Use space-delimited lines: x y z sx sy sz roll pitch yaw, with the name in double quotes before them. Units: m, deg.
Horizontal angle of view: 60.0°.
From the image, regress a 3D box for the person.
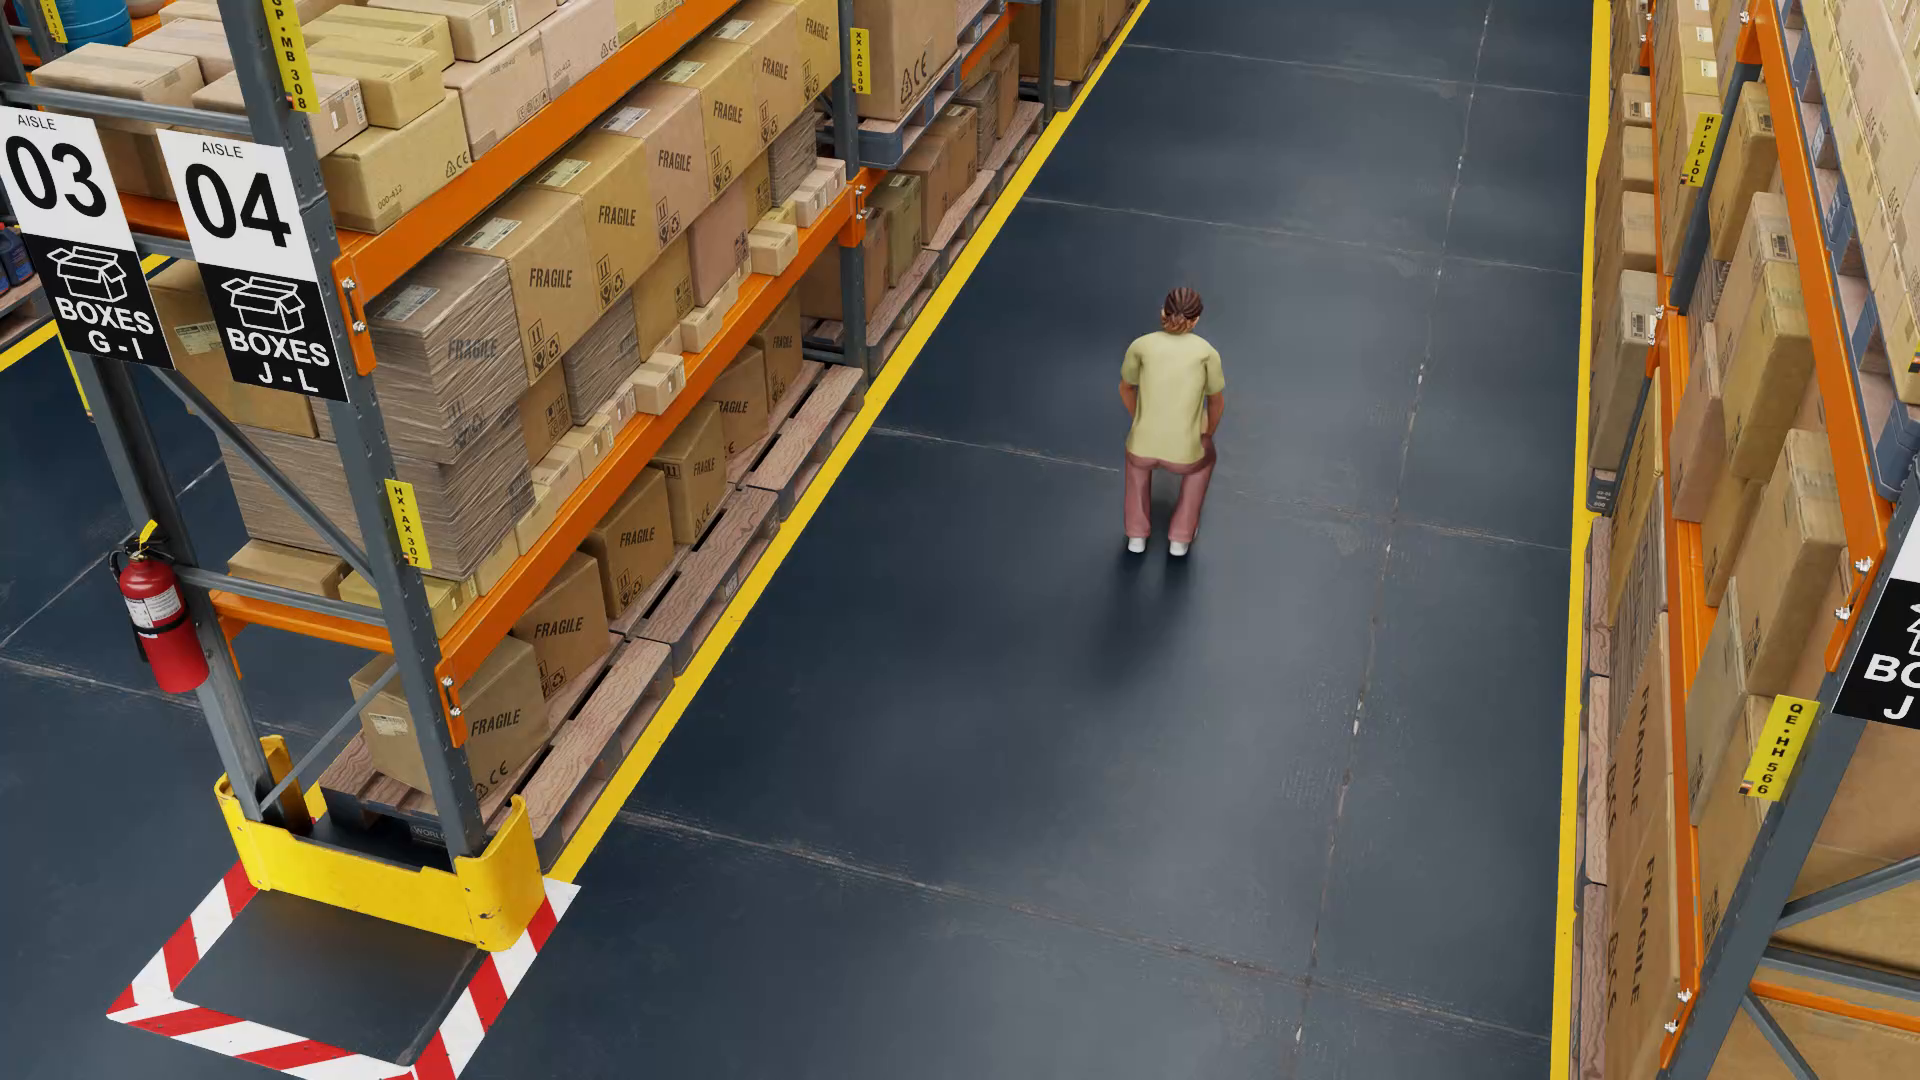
"person" 0.980 -0.536 7.955 0.511 1.250 0.704 11 38 14
